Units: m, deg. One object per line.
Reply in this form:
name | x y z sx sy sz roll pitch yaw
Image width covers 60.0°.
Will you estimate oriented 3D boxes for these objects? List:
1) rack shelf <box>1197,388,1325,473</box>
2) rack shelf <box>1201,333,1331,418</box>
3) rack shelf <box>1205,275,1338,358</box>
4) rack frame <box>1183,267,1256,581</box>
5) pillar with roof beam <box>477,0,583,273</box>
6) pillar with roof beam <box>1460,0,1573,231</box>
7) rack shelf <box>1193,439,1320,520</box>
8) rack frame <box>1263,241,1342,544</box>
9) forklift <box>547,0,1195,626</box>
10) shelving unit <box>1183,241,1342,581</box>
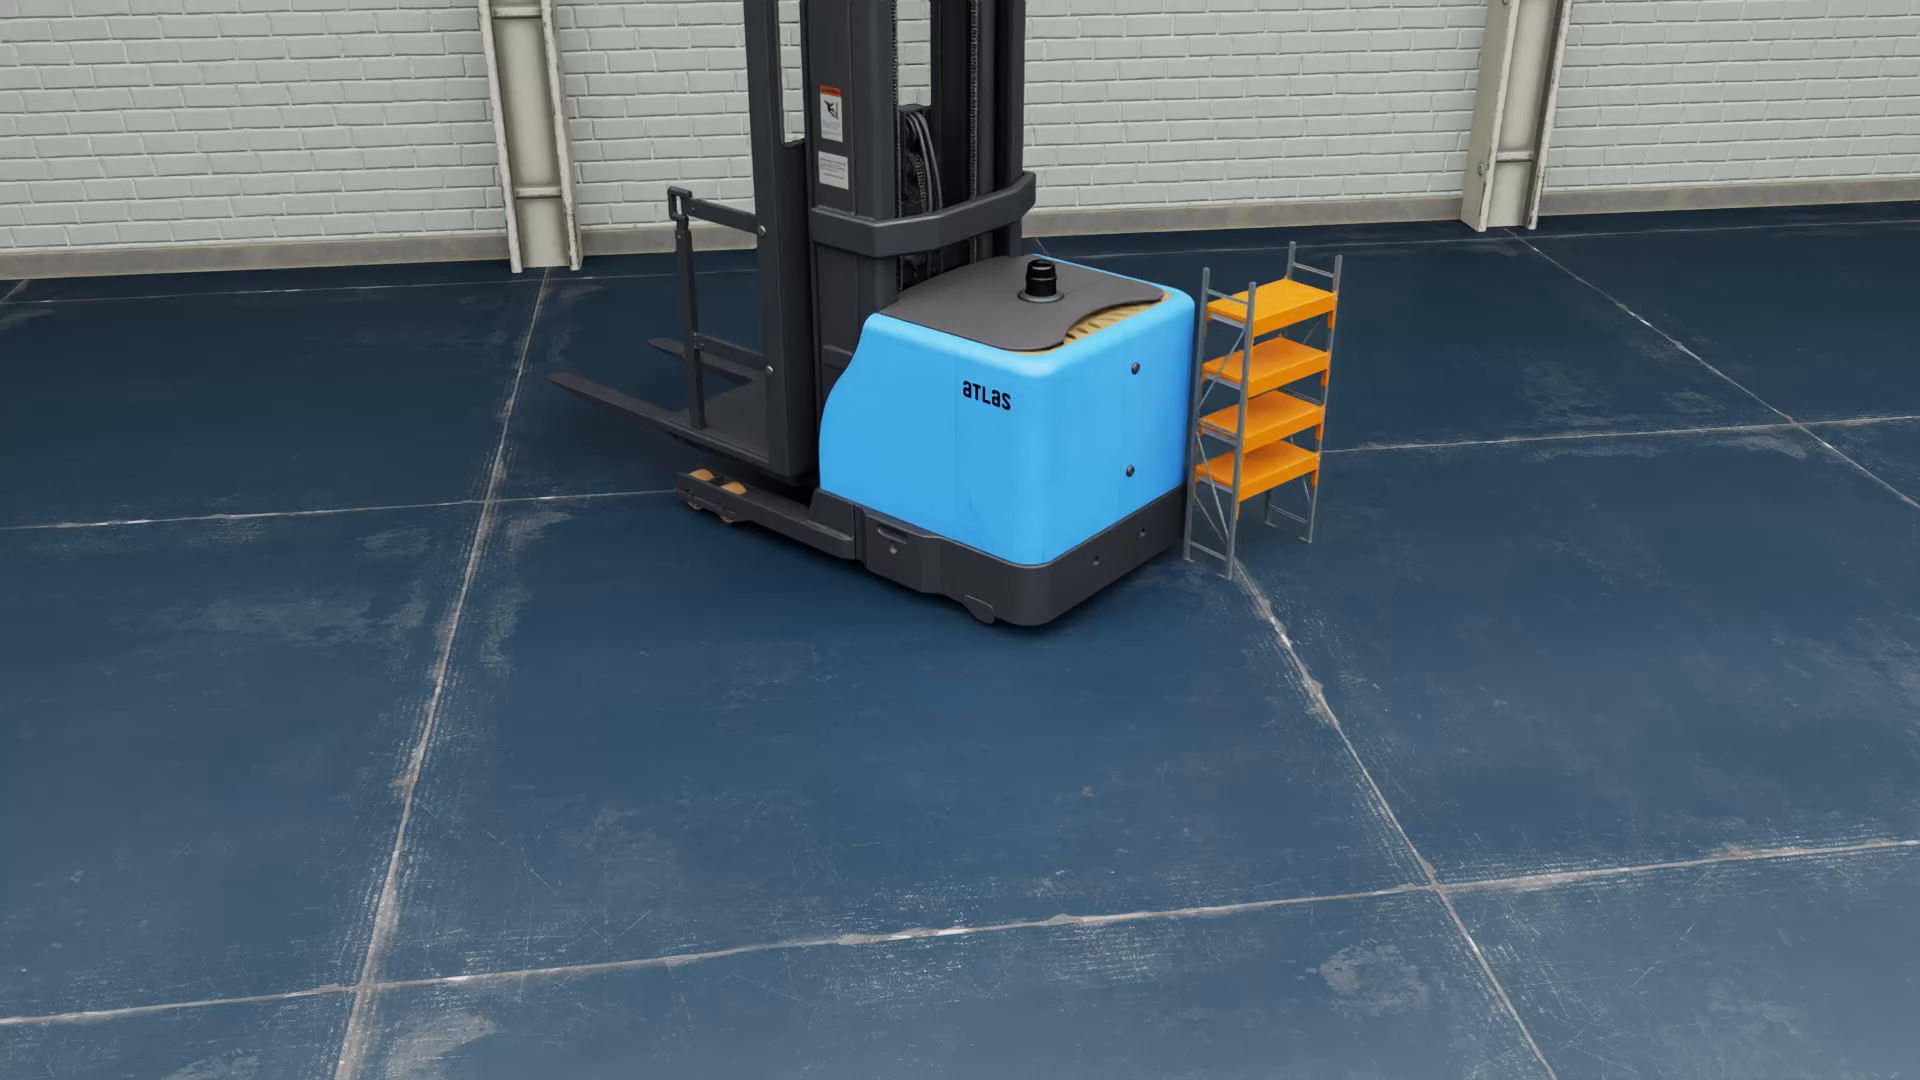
rack shelf | 1.153 -0.430 6.421 0.480 0.148 0.258 -21 34 -35
rack shelf | 1.153 -0.629 6.319 0.480 0.148 0.258 -21 34 -35
rack shelf | 1.153 -0.840 6.211 0.480 0.148 0.258 -21 34 -35
rack frame | 0.968 -0.417 6.249 0.015 1.200 0.240 -21 34 -35
pillar with roof beam | -1.875 -3.720 4.144 0.400 9.000 9.100 -4 27 -7
pillar with roof beam | 4.067 -4.102 4.887 0.400 9.000 9.100 -4 27 -7
rack shelf | 1.153 -0.253 6.512 0.480 0.148 0.258 -21 34 -35
rack frame | 1.339 -0.562 6.532 0.015 1.200 0.240 -21 34 -35
forklift | -0.557 -1.539 6.539 3.031 2.935 1.130 21 34 35
shelving unit | 1.153 -0.490 6.390 0.503 1.200 0.258 -21 34 -35
